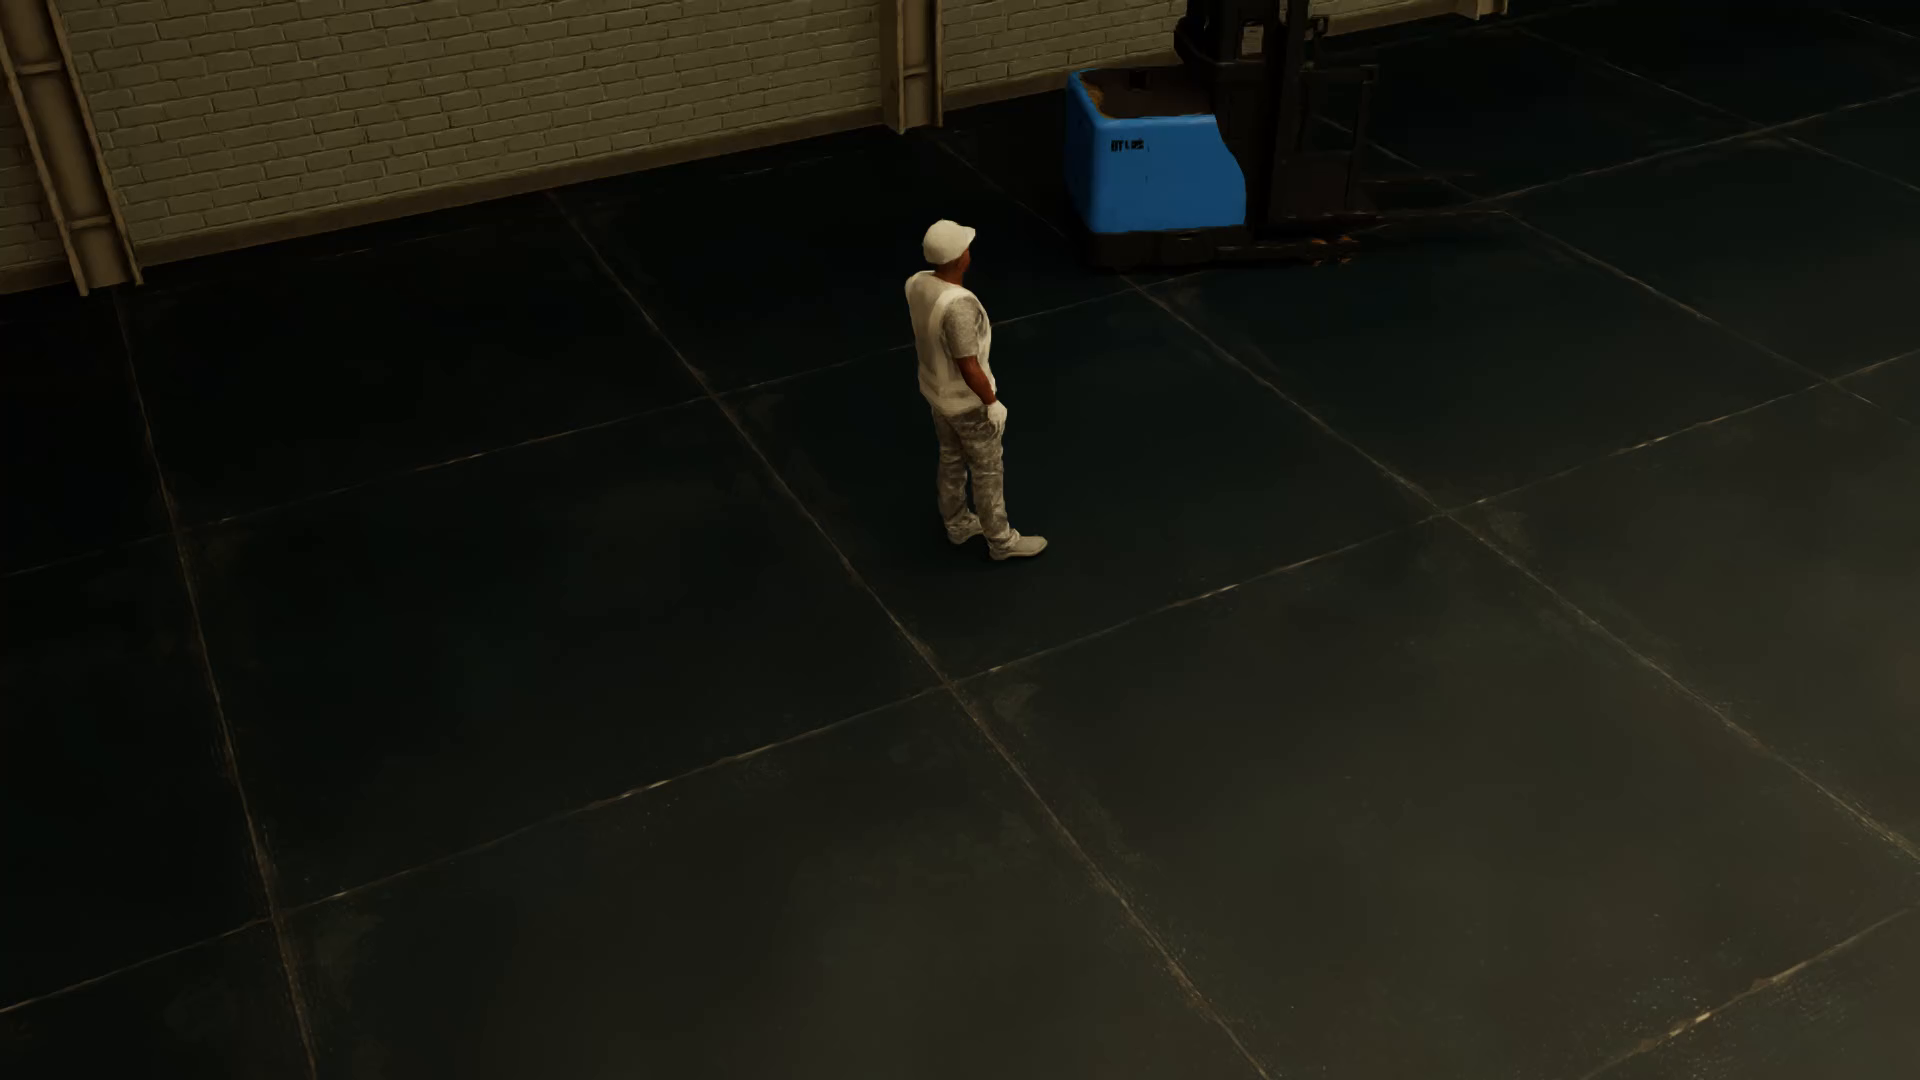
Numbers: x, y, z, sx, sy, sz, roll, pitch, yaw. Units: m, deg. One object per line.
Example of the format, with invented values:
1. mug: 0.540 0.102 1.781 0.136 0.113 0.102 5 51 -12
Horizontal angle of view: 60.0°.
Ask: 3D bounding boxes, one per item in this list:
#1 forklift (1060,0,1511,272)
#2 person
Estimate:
1. forklift: 2.274 -3.377 10.900 3.031 2.935 1.130 -5 36 -7
2. person: 0.067 -0.750 8.166 0.576 1.782 0.655 -17 39 -23
